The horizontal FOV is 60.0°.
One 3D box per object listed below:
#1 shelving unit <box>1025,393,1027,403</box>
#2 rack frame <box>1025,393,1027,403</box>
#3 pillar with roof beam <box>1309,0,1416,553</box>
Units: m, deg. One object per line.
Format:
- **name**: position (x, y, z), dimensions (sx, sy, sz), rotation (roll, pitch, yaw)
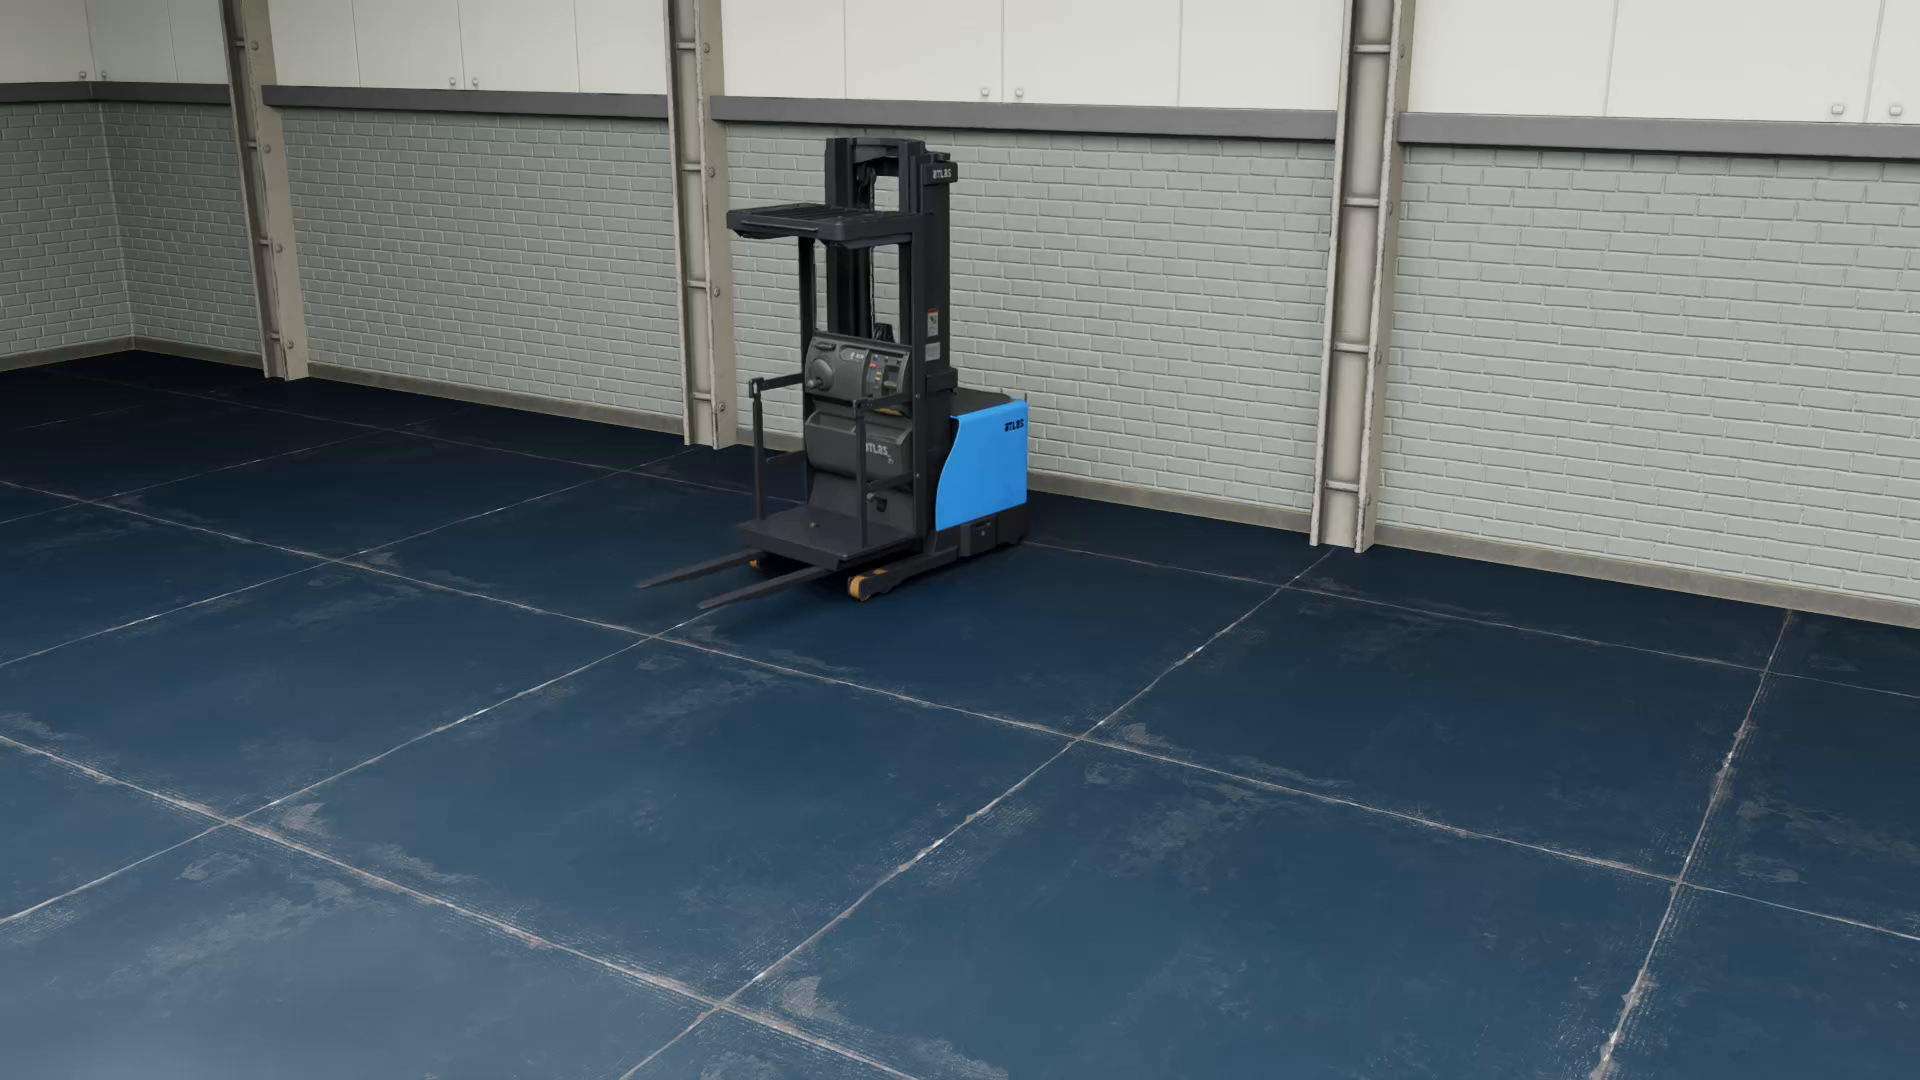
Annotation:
- **shelving unit**: position (0.342, -0.596, 12.537), dimensions (0.249, 1.050, 0.215), rotation (14, 22, 39)
- **rack frame**: position (0.433, -0.573, 12.461), dimensions (0.008, 1.050, 0.200), rotation (14, 22, 39)
- **pillar with roof beam**: position (0.574, -3.214, 7.479), dimensions (0.400, 9.000, 9.100), rotation (10, 20, 30)
